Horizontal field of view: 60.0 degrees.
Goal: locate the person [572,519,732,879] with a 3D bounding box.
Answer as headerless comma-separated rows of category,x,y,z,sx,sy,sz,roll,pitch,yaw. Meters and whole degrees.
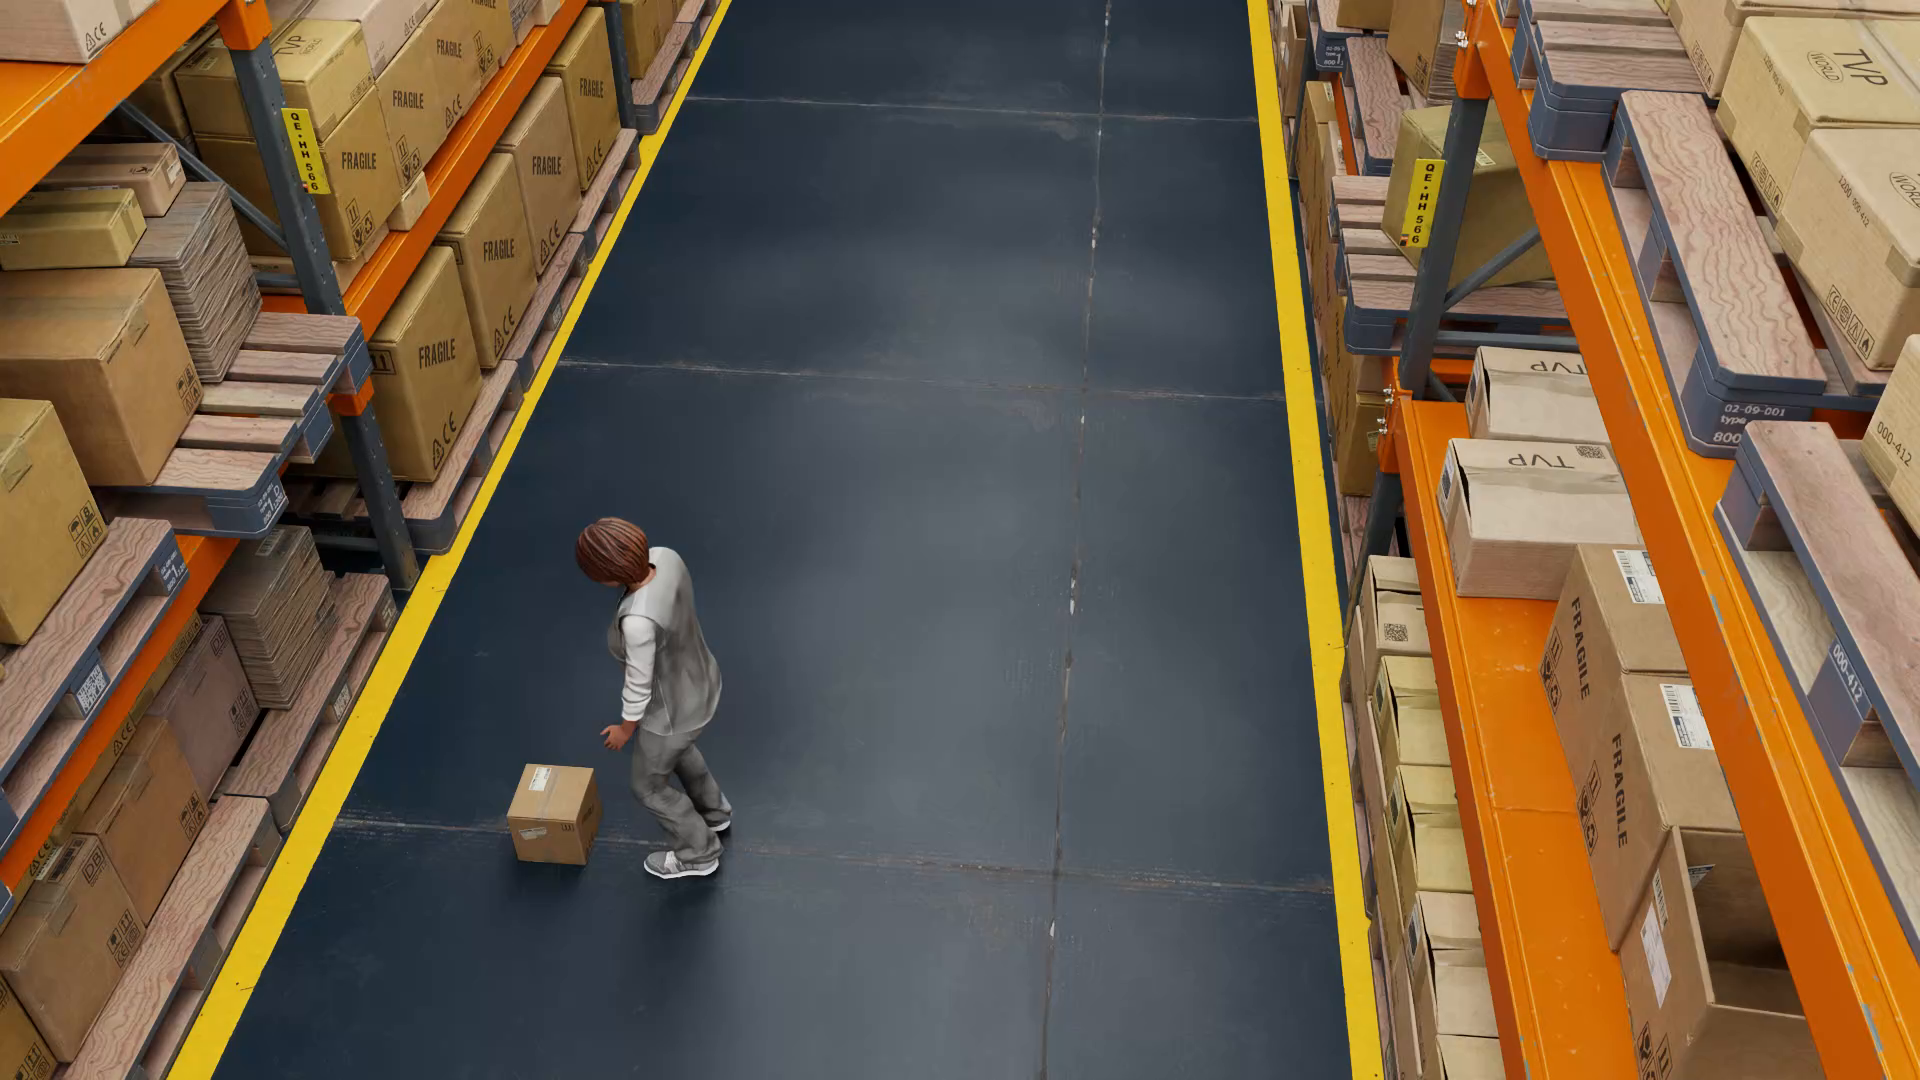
person,-0.998,0.560,5.569,0.400,1.533,0.430,4,41,5
